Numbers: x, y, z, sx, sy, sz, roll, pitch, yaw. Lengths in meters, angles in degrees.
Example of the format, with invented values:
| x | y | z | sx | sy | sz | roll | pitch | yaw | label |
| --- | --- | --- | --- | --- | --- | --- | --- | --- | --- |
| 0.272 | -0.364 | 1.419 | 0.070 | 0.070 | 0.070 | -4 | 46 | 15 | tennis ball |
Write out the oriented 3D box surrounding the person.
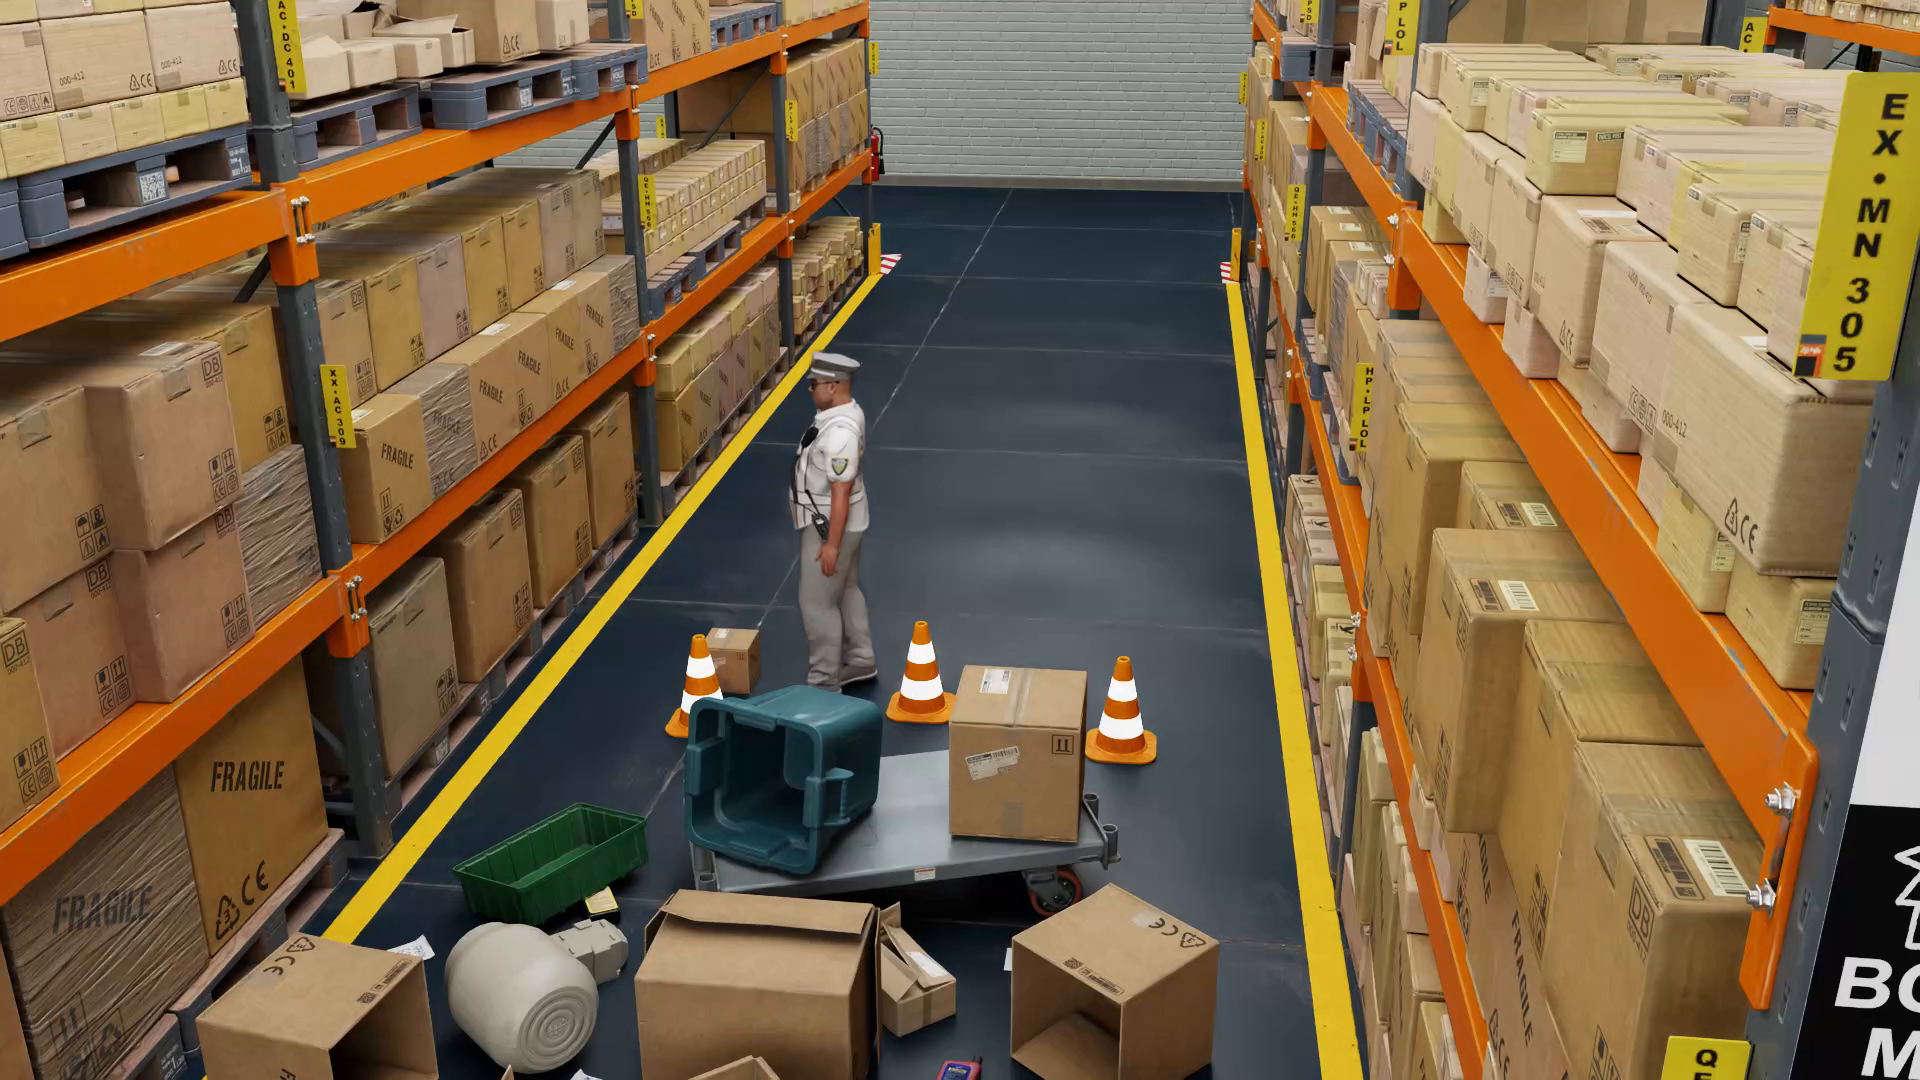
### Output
| x | y | z | sx | sy | sz | roll | pitch | yaw | label |
| --- | --- | --- | --- | --- | --- | --- | --- | --- | --- |
| -0.677 | -0.056 | 8.232 | 0.489 | 1.783 | 0.552 | 0 | 21 | 0 | person |
